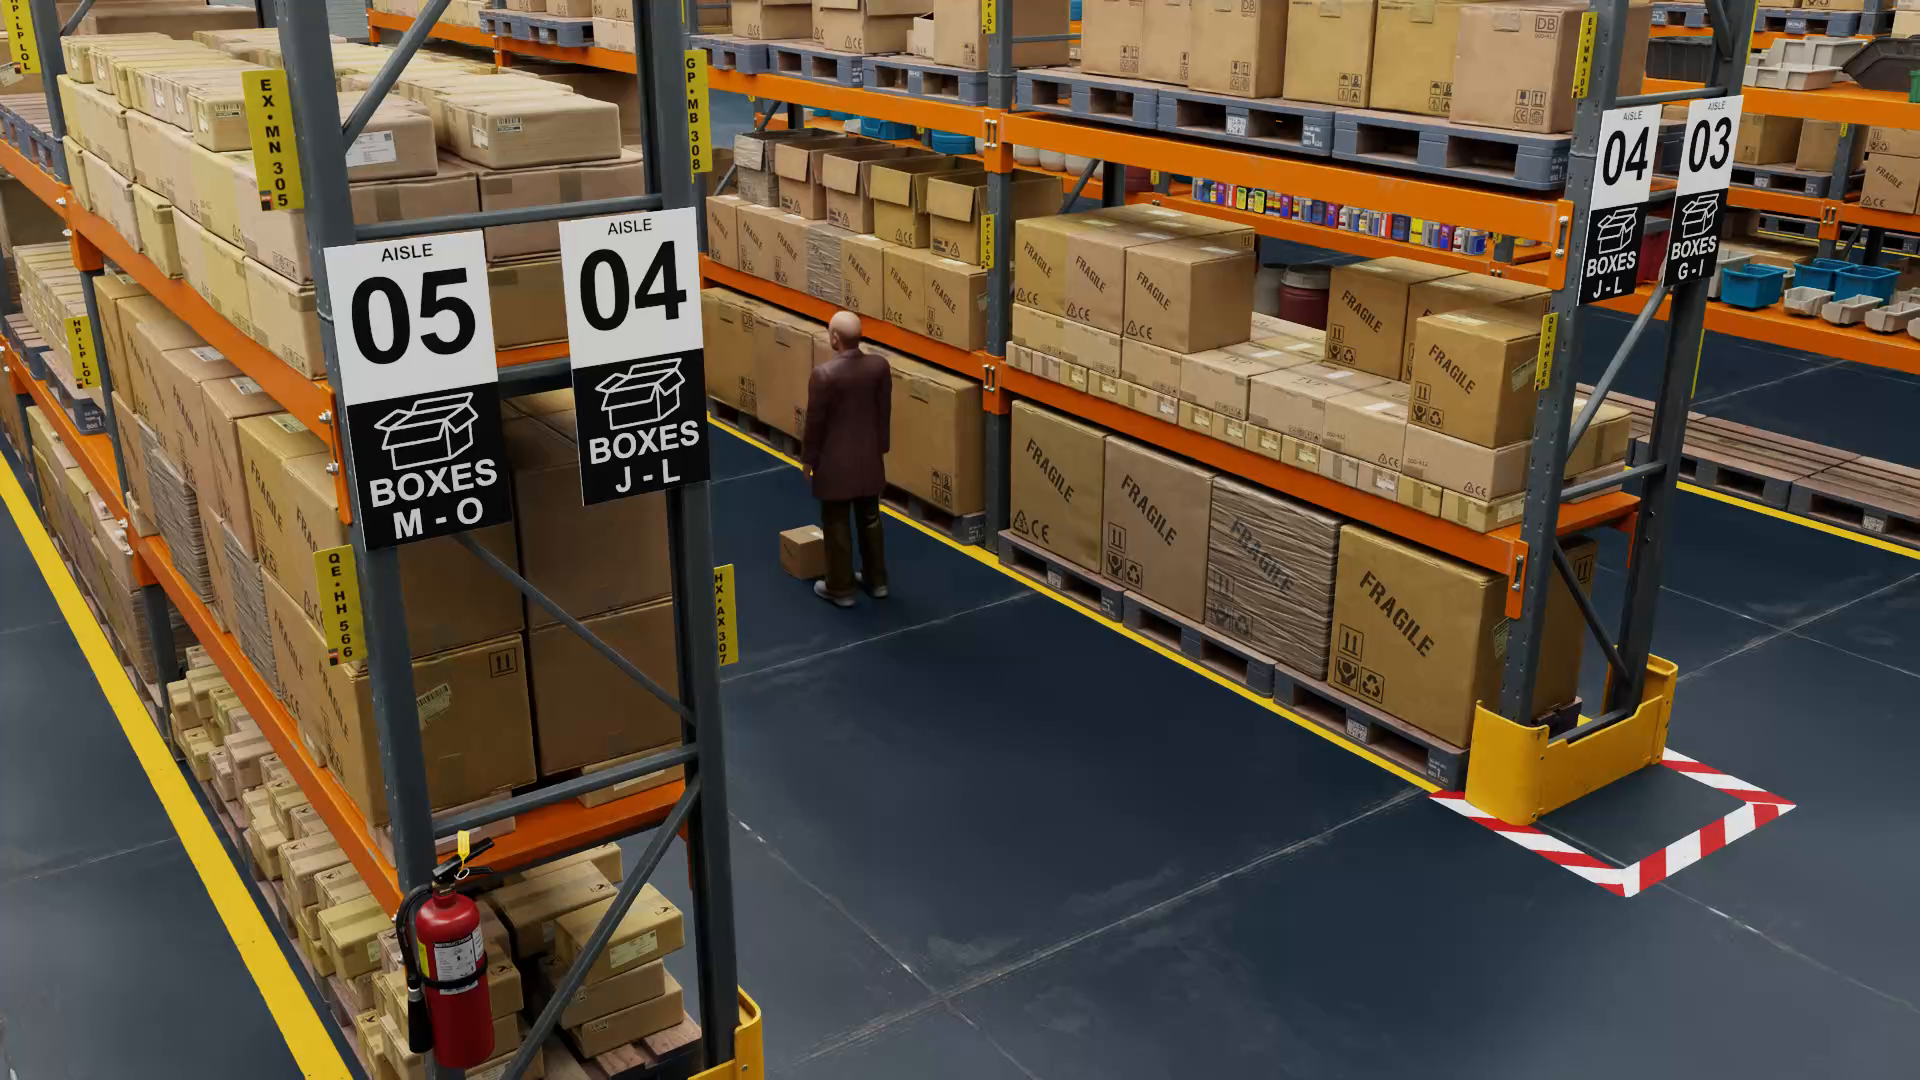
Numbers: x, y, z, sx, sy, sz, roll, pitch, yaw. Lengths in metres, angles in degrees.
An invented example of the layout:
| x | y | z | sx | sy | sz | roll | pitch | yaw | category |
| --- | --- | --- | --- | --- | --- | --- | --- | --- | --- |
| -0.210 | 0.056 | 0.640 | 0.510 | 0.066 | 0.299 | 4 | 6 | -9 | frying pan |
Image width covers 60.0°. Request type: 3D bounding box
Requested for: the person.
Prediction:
| x | y | z | sx | sy | sz | roll | pitch | yaw | category |
| --- | --- | --- | --- | --- | --- | --- | --- | --- | --- |
| -0.692 | -0.492 | 9.870 | 0.569 | 1.787 | 0.389 | -14 | 25 | -32 | person |
